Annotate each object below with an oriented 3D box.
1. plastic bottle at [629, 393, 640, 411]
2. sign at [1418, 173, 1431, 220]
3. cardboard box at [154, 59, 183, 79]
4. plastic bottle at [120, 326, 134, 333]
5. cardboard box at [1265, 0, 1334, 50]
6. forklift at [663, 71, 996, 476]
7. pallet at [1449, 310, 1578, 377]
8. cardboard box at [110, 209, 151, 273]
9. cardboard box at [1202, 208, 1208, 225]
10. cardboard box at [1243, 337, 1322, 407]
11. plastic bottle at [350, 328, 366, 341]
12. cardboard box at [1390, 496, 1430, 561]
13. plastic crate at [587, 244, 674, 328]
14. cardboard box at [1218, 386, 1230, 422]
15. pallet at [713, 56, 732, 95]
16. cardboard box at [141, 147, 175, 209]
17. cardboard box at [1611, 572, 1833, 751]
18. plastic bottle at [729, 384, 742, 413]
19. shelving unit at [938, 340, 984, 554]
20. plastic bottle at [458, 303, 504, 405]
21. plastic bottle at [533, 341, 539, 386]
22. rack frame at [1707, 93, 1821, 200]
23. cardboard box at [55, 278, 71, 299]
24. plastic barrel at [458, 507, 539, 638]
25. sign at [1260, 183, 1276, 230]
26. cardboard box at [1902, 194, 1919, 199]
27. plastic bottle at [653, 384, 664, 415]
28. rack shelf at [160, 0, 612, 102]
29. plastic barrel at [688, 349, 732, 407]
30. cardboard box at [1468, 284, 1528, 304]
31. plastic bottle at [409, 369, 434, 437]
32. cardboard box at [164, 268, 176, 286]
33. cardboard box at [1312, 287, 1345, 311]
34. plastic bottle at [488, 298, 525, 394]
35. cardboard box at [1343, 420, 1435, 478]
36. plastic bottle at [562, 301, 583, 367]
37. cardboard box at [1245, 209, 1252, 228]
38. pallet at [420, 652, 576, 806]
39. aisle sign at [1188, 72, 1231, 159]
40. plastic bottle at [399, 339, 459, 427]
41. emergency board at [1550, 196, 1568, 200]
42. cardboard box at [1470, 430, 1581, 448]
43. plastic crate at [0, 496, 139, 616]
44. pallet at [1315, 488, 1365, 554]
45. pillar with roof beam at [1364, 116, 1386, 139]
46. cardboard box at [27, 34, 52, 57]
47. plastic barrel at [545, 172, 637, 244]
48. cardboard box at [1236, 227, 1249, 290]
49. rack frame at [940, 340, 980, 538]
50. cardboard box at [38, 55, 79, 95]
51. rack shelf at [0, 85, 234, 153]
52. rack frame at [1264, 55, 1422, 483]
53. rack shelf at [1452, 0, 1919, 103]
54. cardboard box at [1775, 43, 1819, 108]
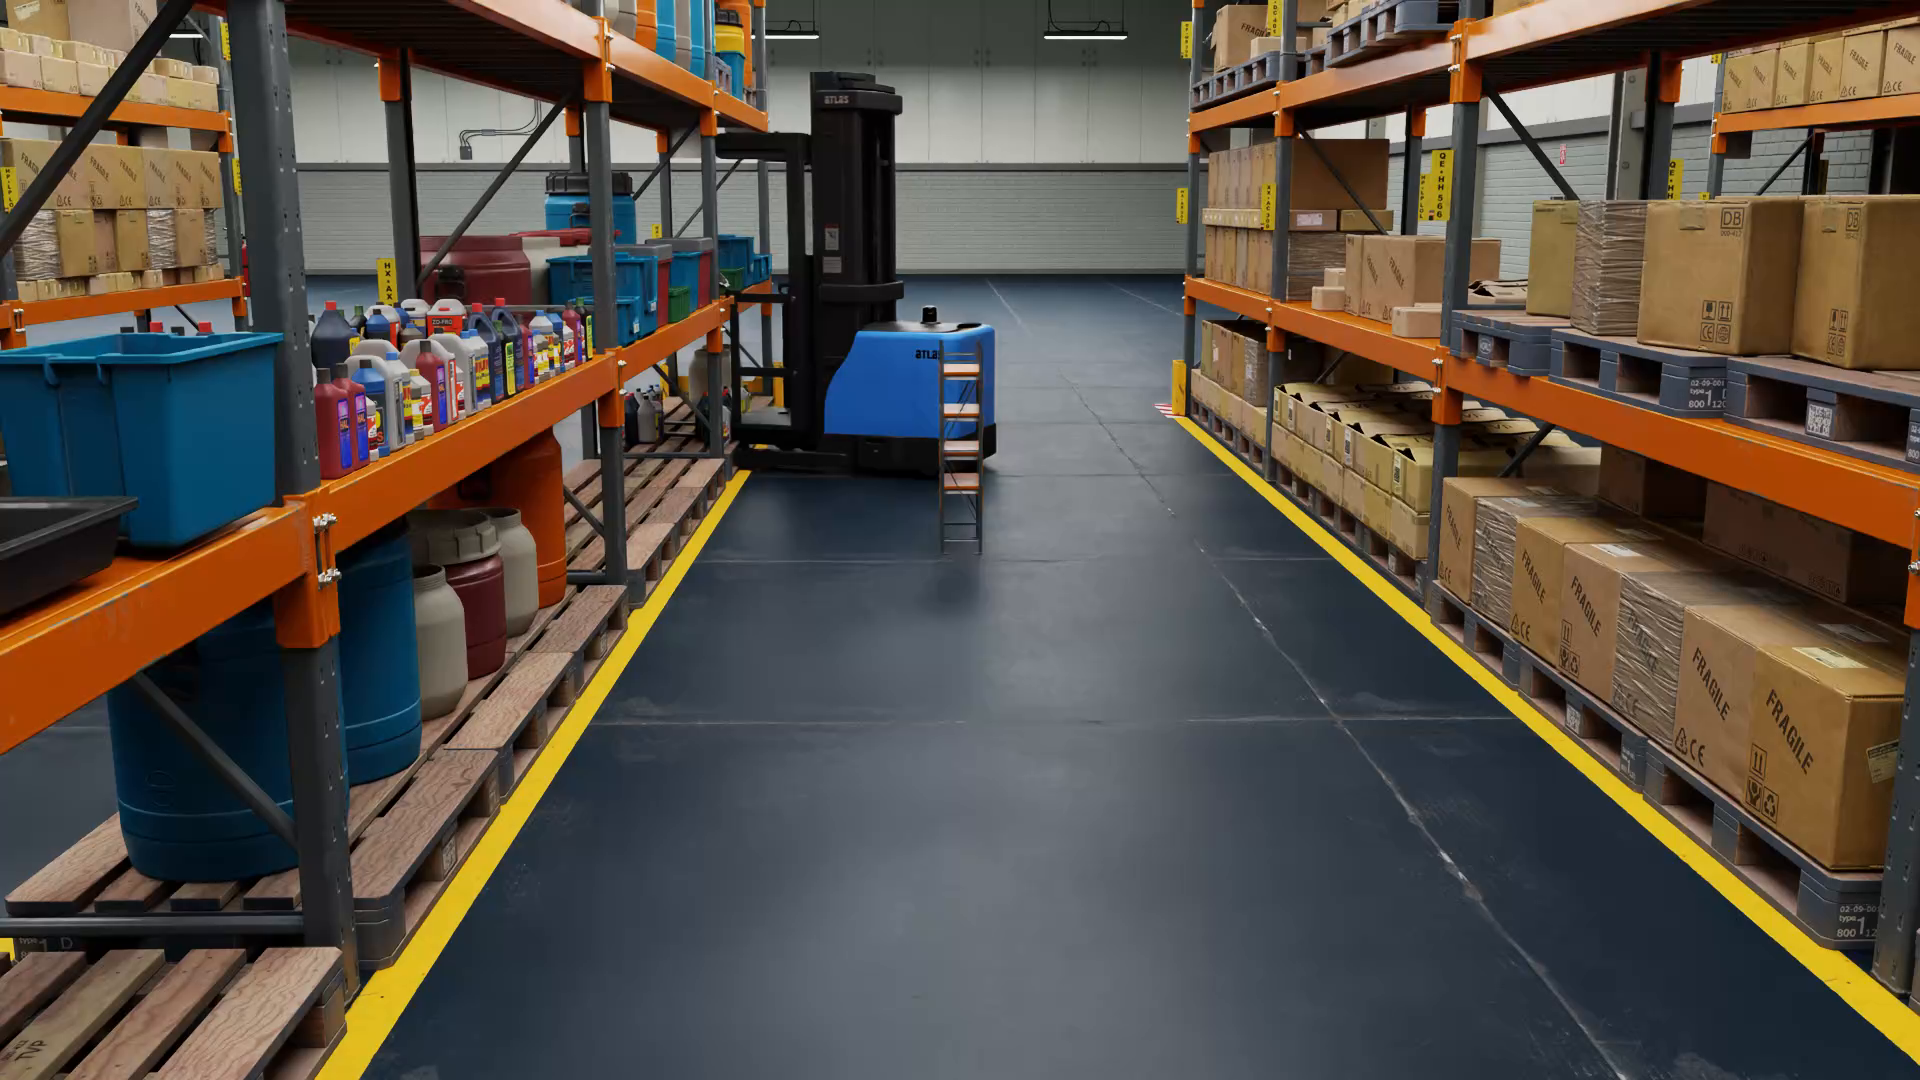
[{"bbox_3d":[-2.521,-0.962,12.812,0.144,0.351,0.185,-1,11,-4],"label":"plastic bottle"},{"bbox_3d":[3.279,-2.432,11.790,0.100,0.325,0.005,0,11,-1],"label":"sign"},{"bbox_3d":[-6.901,-4.036,14.241,0.380,0.149,0.250,0,11,-1],"label":"cardboard box"},{"bbox_3d":[-2.397,-0.447,4.840,0.144,0.351,0.185,0,11,-1],"label":"plastic bottle"},{"bbox_3d":[2.828,-4.022,13.128,0.797,0.503,0.637,1,12,5],"label":"cardboard box"},{"bbox_3d":[-1.296,-2.054,12.811,3.031,2.935,1.130,4,12,17],"label":"forklift"},{"bbox_3d":[2.903,-0.876,7.313,1.213,0.211,1.003,0,11,-1],"label":"pallet"},{"bbox_3d":[-7.171,-2.442,13.551,0.875,0.500,0.500,0,11,-1],"label":"cardboard box"},{"bbox_3d":[2.447,-2.982,15.332,0.380,0.149,0.250,0,11,-2],"label":"cardboard box"},{"bbox_3d":[2.510,-1.316,12.973,0.500,0.500,0.500,0,11,-1],"label":"cardboard box"},{"bbox_3d":[-2.460,-0.758,6.751,0.097,0.201,0.097,0,11,0],"label":"plastic bottle"},{"bbox_3d":[2.564,-0.066,8.699,0.500,0.250,0.500,0,11,0],"label":"cardboard box"},{"bbox_3d":[-1.861,-1.438,9.443,0.402,0.464,0.583,0,11,-1],"label":"plastic crate"},{"bbox_3d":[2.472,-1.147,14.027,0.500,0.250,0.500,0,11,-1],"label":"cardboard box"},{"bbox_3d":[-2.329,-3.400,12.205,1.213,0.211,1.003,0,11,-1],"label":"pallet"},{"bbox_3d":[-6.968,-3.032,13.946,0.500,0.500,0.500,0,11,-1],"label":"cardboard box"},{"bbox_3d":[2.593,0.406,5.696,0.500,0.500,0.500,0,11,0],"label":"cardboard box"},{"bbox_3d":[-1.831,-1.081,13.400,0.144,0.351,0.185,0,11,-2],"label":"plastic bottle"},{"bbox_3d":[0.003,-0.555,9.778,0.258,1.200,0.503,0,11,-1],"label":"shelving unit"},{"bbox_3d":[-1.707,-0.659,5.889,0.144,0.351,0.185,0,11,-1],"label":"plastic bottle"},{"bbox_3d":[-1.695,-0.704,6.485,0.097,0.201,0.097,0,11,0],"label":"plastic bottle"},{"bbox_3d":[7.606,-2.715,15.900,1.000,3.000,0.127,0,11,-1],"label":"rack frame"},{"bbox_3d":[-6.897,-1.879,12.411,0.380,0.149,0.250,0,11,-1],"label":"cardboard box"},{"bbox_3d":[-2.005,0.138,7.035,0.421,0.512,0.421,0,11,0],"label":"plastic barrel"},{"bbox_3d":[2.181,-2.360,11.770,0.100,0.325,0.005,0,11,-1],"label":"sign"},{"bbox_3d":[7.370,-2.317,12.376,0.500,0.500,0.500,0,11,-1],"label":"cardboard box"},{"bbox_3d":[-2.573,-1.192,14.144,0.097,0.271,0.097,0,11,0],"label":"plastic bottle"},{"bbox_3d":[-2.092,-1.804,5.674,1.077,0.370,4.000,0,11,-1],"label":"rack shelf"},{"bbox_3d":[-2.198,-1.431,14.770,0.421,0.512,0.421,0,11,0],"label":"plastic barrel"},{"bbox_3d":[2.855,-1.133,8.323,0.500,0.311,0.500,0,11,2],"label":"cardboard box"},{"bbox_3d":[-1.666,-0.420,5.085,0.097,0.201,0.097,0,11,0],"label":"plastic bottle"},{"bbox_3d":[-7.024,-2.277,14.369,0.380,0.149,0.250,0,11,-1],"label":"cardboard box"},{"bbox_3d":[2.550,-1.599,11.029,0.380,0.149,0.250,0,11,-1],"label":"cardboard box"},{"bbox_3d":[-1.713,-0.723,6.201,0.144,0.351,0.185,0,11,-1],"label":"plastic bottle"},{"bbox_3d":[2.537,-0.544,9.645,0.500,0.311,0.500,0,11,-2],"label":"cardboard box"},{"bbox_3d":[-1.694,-0.903,7.258,0.061,0.283,0.133,0,11,-1],"label":"plastic bottle"},{"bbox_3d":[2.492,-2.572,13.308,0.380,0.149,0.250,0,11,0],"label":"cardboard box"},{"bbox_3d":[-2.053,0.681,6.173,1.003,0.211,1.213,0,11,-1],"label":"pallet"},{"bbox_3d":[2.346,-3.980,15.595,0.394,0.787,0.004,0,11,-1],"label":"aisle sign"},{"bbox_3d":[-1.699,-0.506,5.322,0.152,0.276,0.135,0,11,-1],"label":"plastic bottle"},{"bbox_3d":[8.349,-4.264,23.532,0.194,1.169,0.643,0,11,-1],"label":"emergency board"},{"bbox_3d":[3.083,-0.447,9.166,0.500,0.311,0.500,-1,11,-3],"label":"cardboard box"},{"bbox_3d":[-1.759,0.037,2.871,0.437,0.125,0.590,0,11,-1],"label":"plastic crate"},{"bbox_3d":[2.819,-0.143,10.234,1.003,0.211,1.213,0,11,-1],"label":"pallet"},{"bbox_3d":[3.810,-9.080,32.184,9.100,9.000,0.400,0,11,-1],"label":"pillar with roof beam"},{"bbox_3d":[-6.924,-3.624,12.208,0.380,0.149,0.250,0,11,-1],"label":"cardboard box"},{"bbox_3d":[-2.511,-2.047,11.345,0.600,0.901,0.708,0,11,-1],"label":"plastic barrel"},{"bbox_3d":[2.685,-2.343,13.811,0.700,0.500,0.500,0,11,1],"label":"cardboard box"},{"bbox_3d":[-0.002,-0.604,10.017,0.240,1.200,0.015,0,11,-1],"label":"rack frame"},{"bbox_3d":[-6.937,-3.451,12.360,0.500,0.250,0.500,0,11,-2],"label":"cardboard box"},{"bbox_3d":[-7.209,-3.374,13.412,1.077,0.370,4.000,0,11,-1],"label":"rack shelf"},{"bbox_3d":[2.736,-1.899,11.876,1.000,3.000,0.127,0,11,-1],"label":"rack frame"},{"bbox_3d":[2.860,-1.824,5.771,1.077,0.370,4.000,0,11,-1],"label":"rack shelf"},{"bbox_3d":[7.353,-3.967,14.221,0.500,0.500,0.500,0,11,1],"label":"cardboard box"}]
